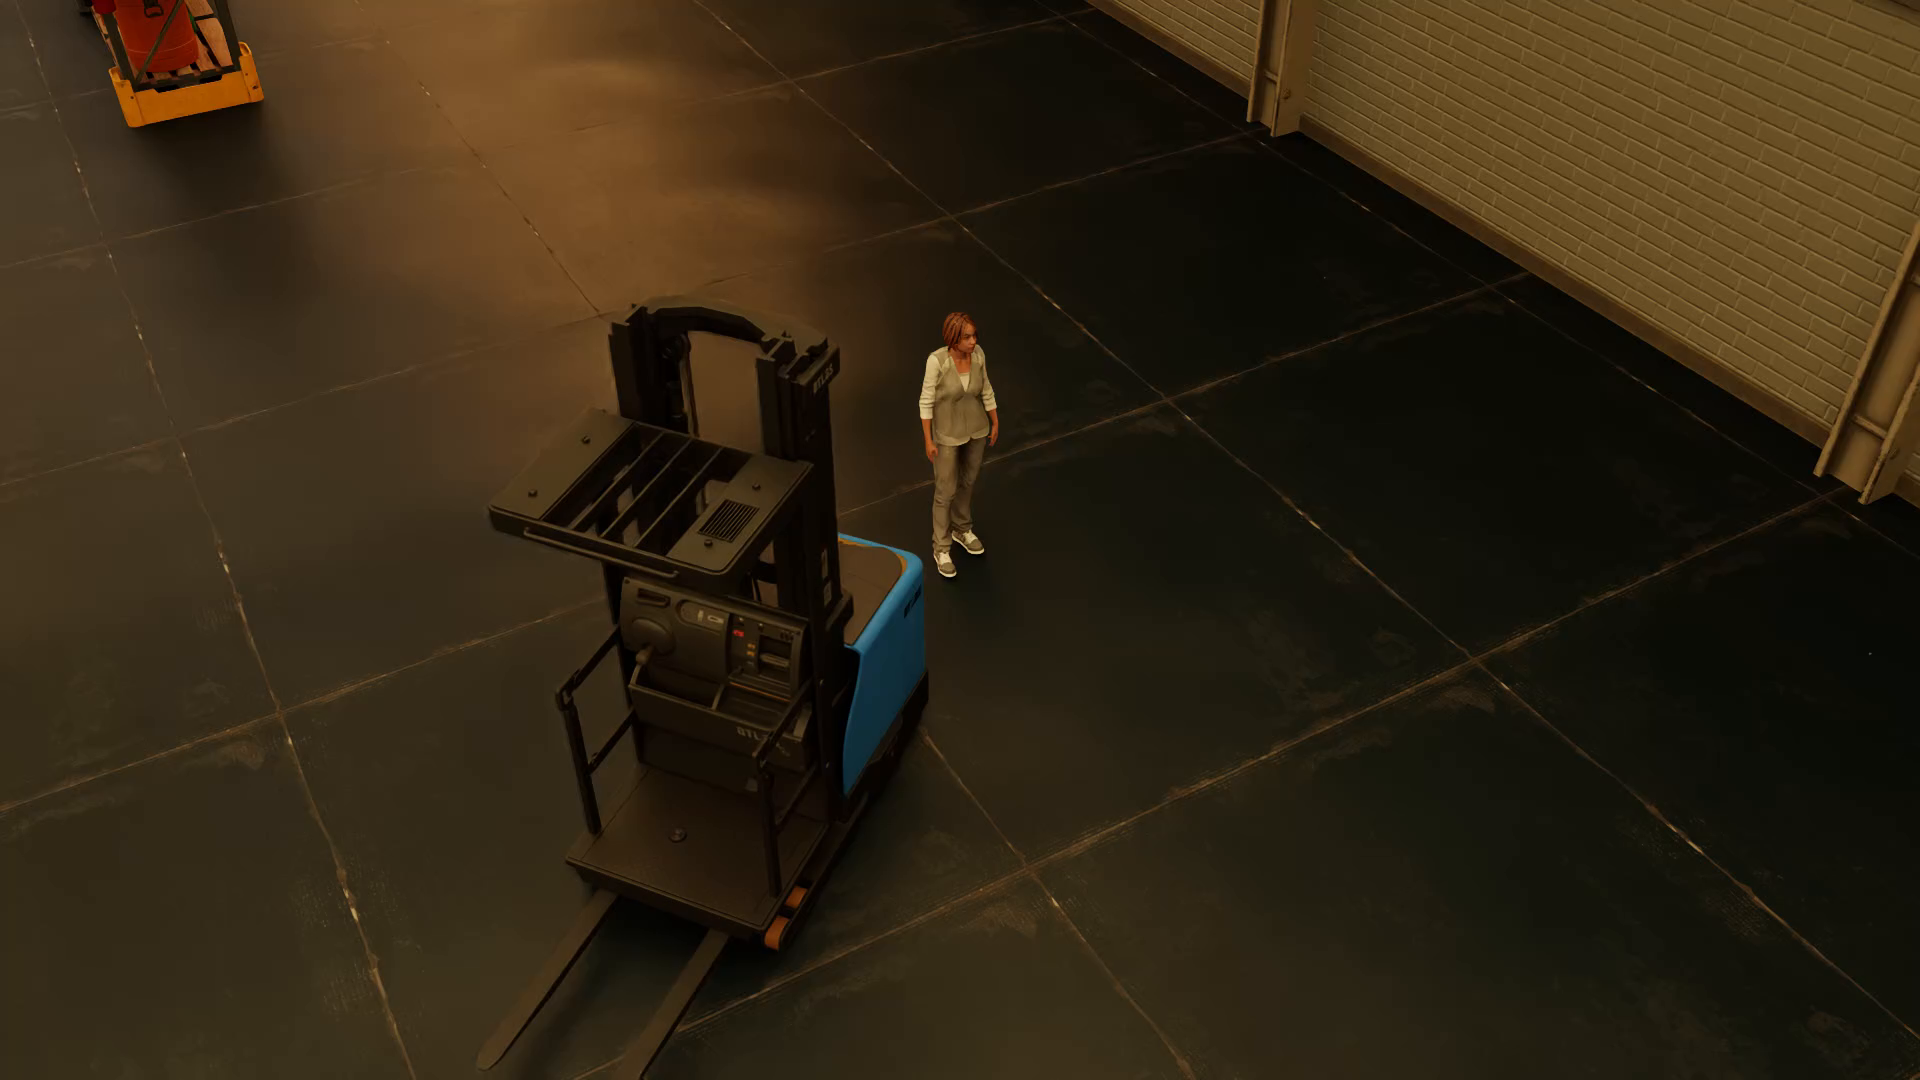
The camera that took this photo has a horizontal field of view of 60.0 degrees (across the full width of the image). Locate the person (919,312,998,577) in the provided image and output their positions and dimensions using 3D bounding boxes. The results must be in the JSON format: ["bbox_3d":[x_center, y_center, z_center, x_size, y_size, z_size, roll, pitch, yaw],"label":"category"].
[{"bbox_3d":[0.025,-0.569,9.767,0.520,1.585,0.473,-20,44,-23],"label":"person"}]

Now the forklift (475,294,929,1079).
[{"bbox_3d":[-1.213,0.523,7.406,1.130,2.935,3.031,15,42,17],"label":"forklift"}]
